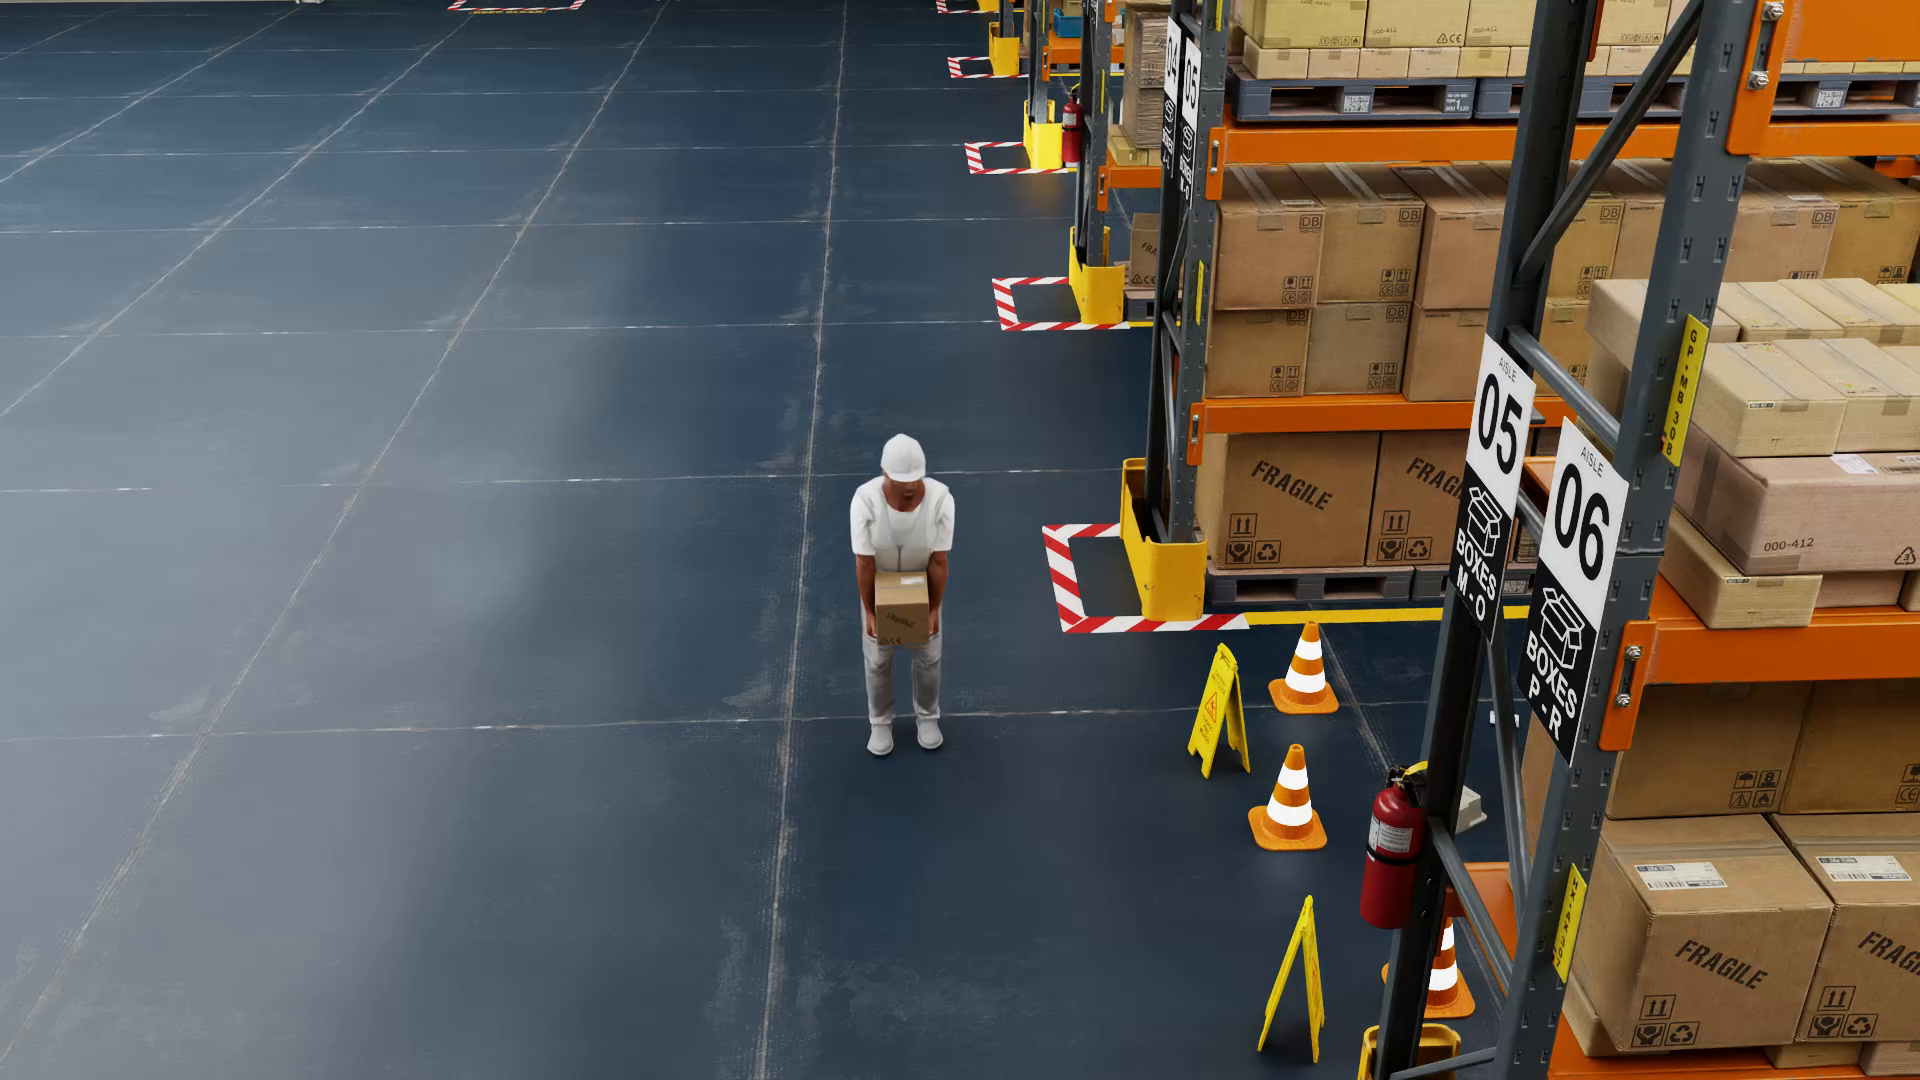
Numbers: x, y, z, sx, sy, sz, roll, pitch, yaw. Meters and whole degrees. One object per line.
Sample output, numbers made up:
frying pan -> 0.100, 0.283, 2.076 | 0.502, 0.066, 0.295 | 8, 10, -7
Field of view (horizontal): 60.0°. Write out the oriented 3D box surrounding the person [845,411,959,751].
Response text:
person -> -0.278, 0.234, 8.139 | 0.553, 1.769, 0.532 | -2, 27, -3
